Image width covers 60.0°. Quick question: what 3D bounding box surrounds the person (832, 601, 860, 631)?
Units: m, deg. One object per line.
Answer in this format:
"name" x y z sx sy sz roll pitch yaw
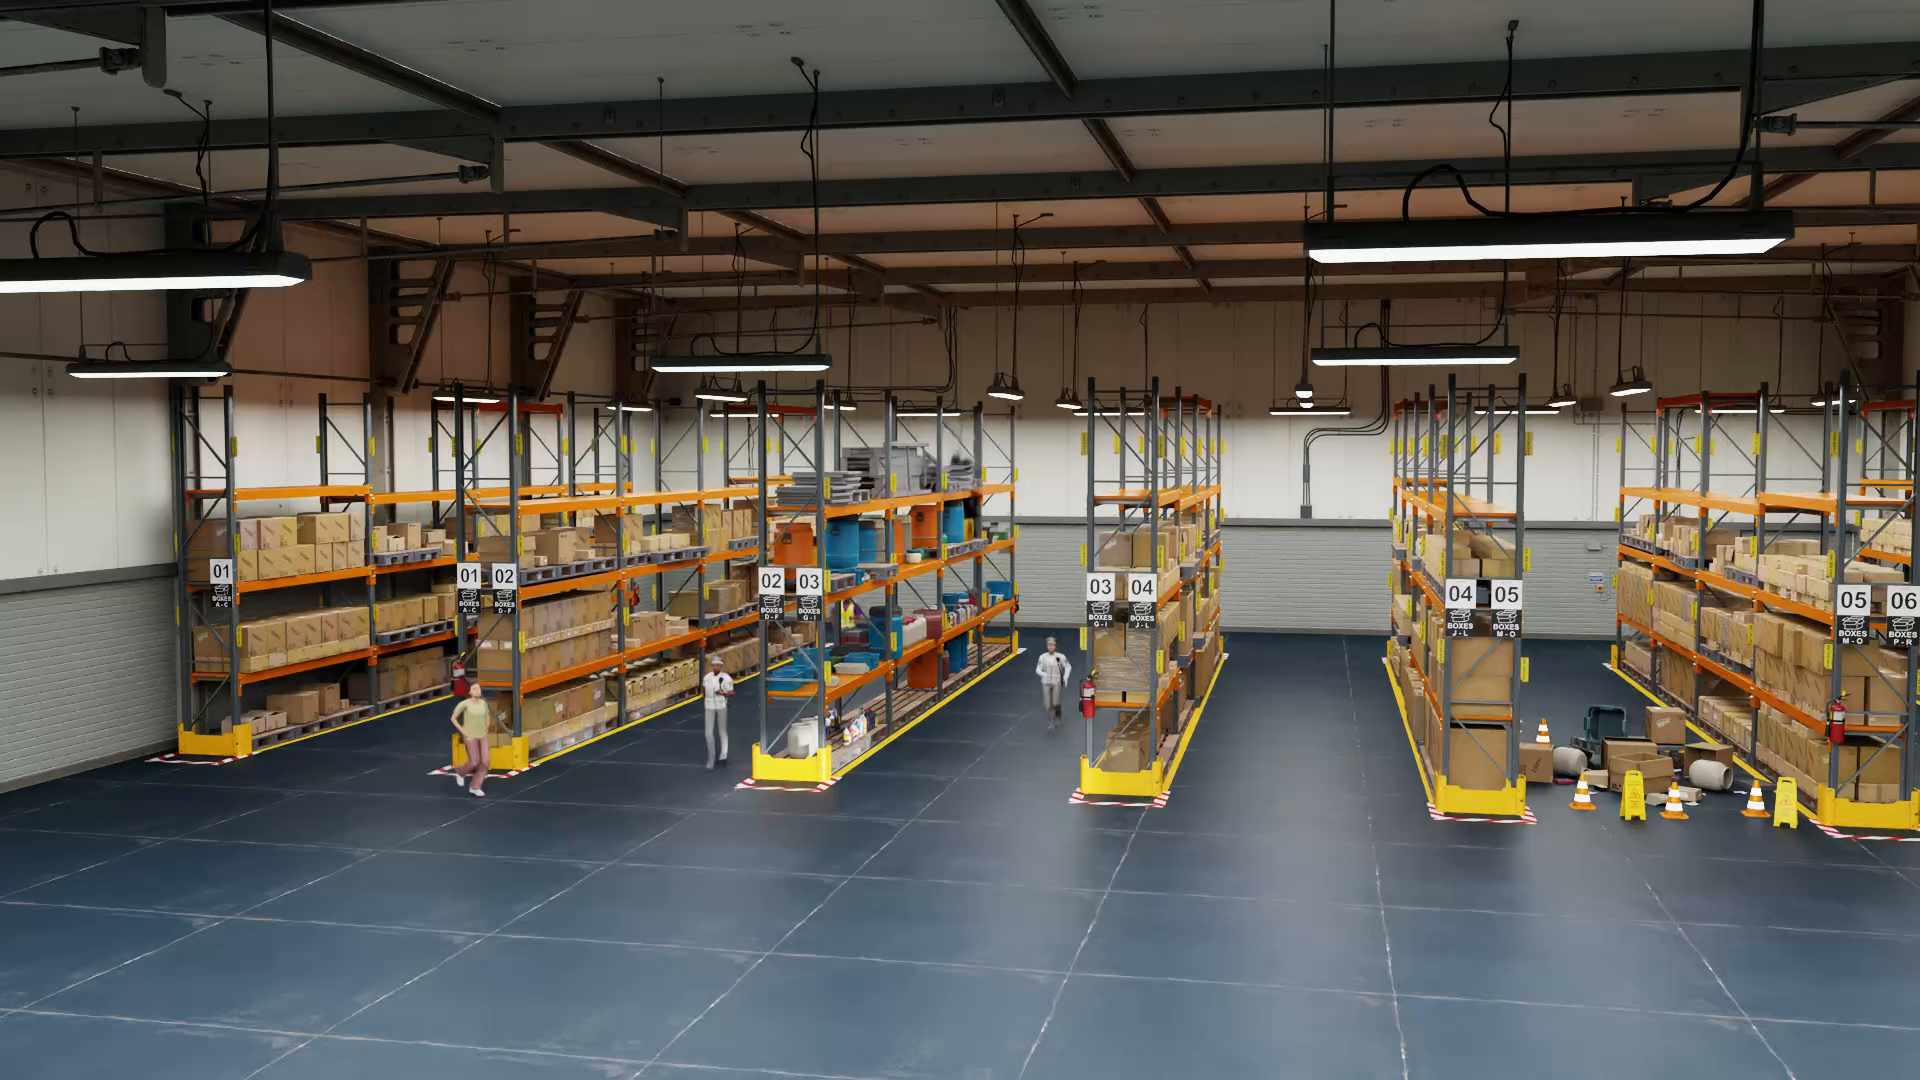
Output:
"person" -2.590 2.003 37.873 0.649 1.758 0.631 0 3 -5

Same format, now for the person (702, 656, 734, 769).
"person" -3.830 2.691 26.146 0.540 1.756 0.725 0 3 2

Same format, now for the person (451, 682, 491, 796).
"person" -7.030 2.855 23.993 0.573 1.627 0.595 3 4 41

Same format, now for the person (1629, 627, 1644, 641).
"person" 15.804 1.987 38.814 0.750 1.696 0.522 -3 4 -43

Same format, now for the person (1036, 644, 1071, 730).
"person" 1.621 2.563 29.194 0.596 1.601 0.569 1 3 12
